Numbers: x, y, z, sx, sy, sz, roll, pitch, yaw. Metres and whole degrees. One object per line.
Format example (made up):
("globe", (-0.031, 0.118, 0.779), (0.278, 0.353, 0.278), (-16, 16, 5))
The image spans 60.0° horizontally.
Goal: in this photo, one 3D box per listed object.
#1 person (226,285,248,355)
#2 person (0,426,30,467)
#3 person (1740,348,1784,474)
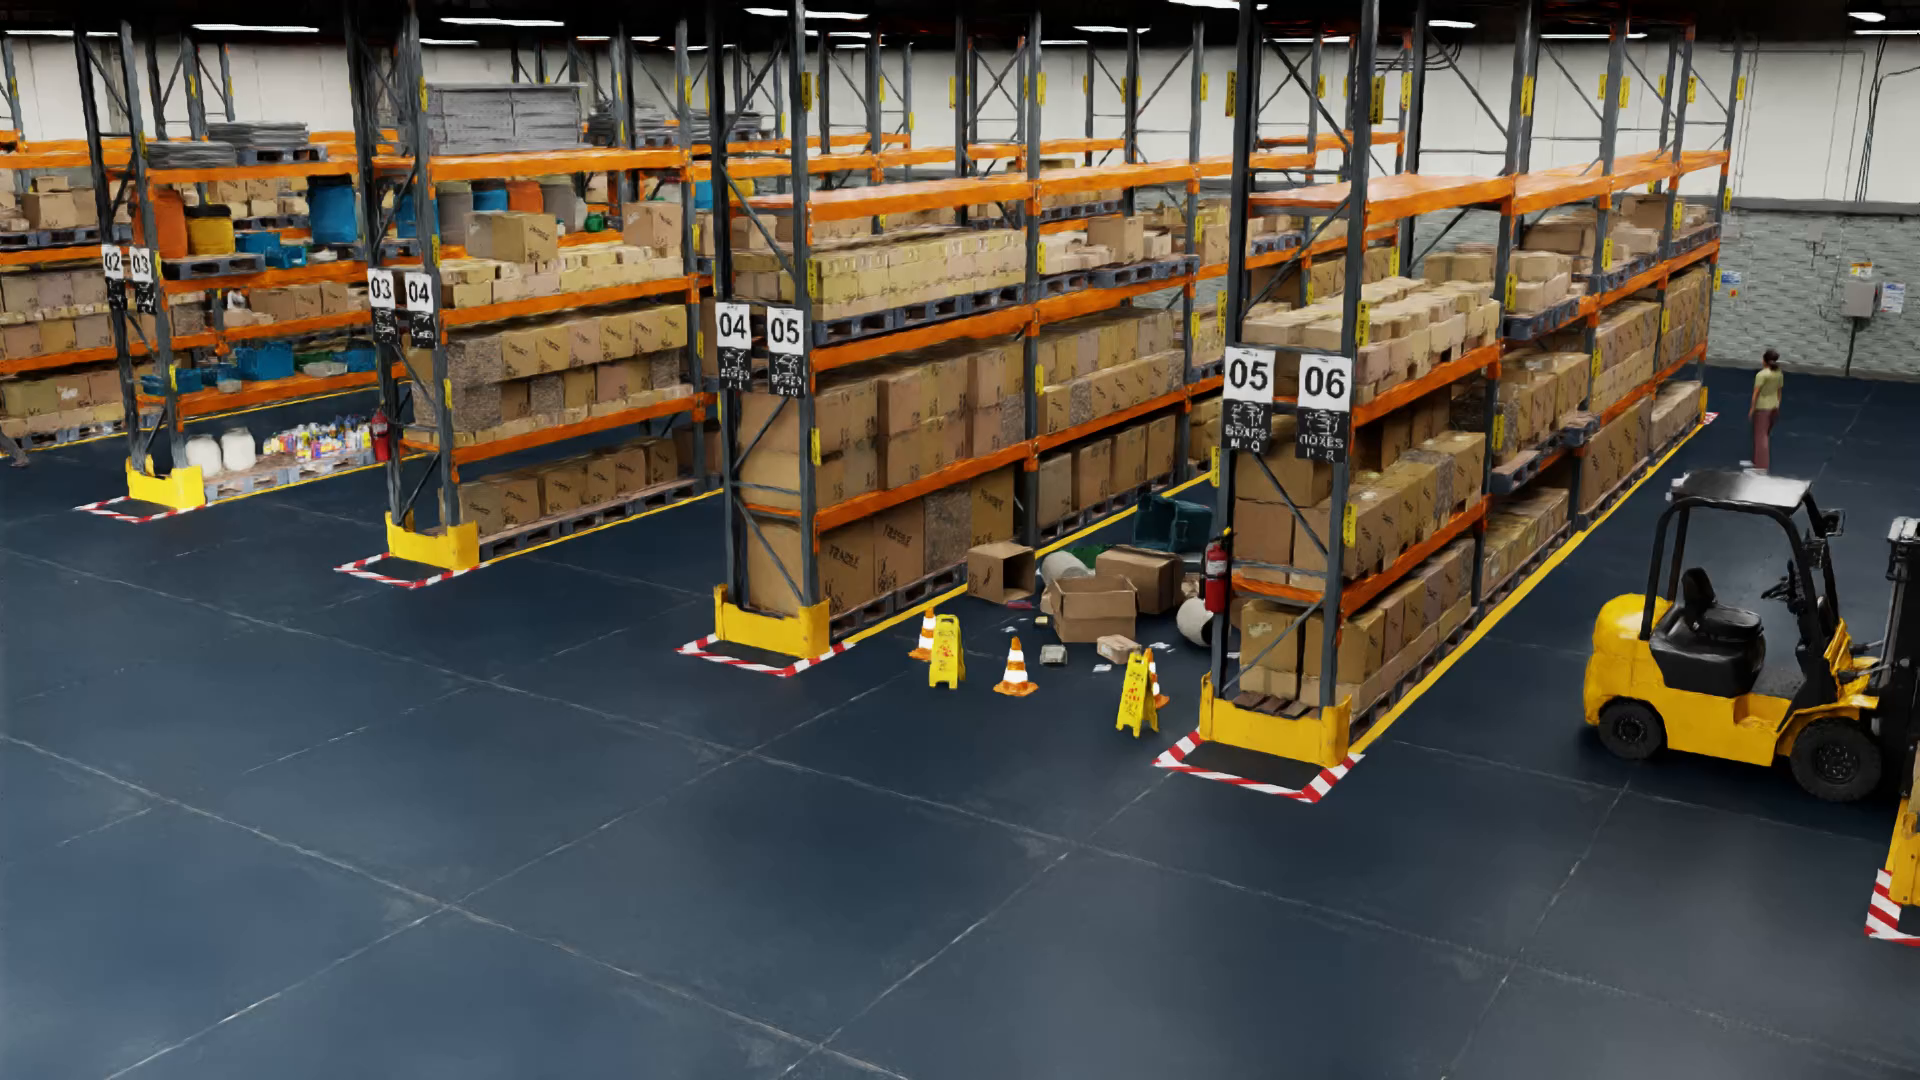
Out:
("person", (-13.311, -4.044, 30.721), (0.420, 1.602, 0.506), (2, 16, 8))
("person", (-13.210, -1.720, 22.420), (0.923, 1.592, 0.501), (-12, 19, -36))
("person", (10.770, -1.750, 22.340), (0.561, 1.666, 0.564), (-8, 17, -27))
